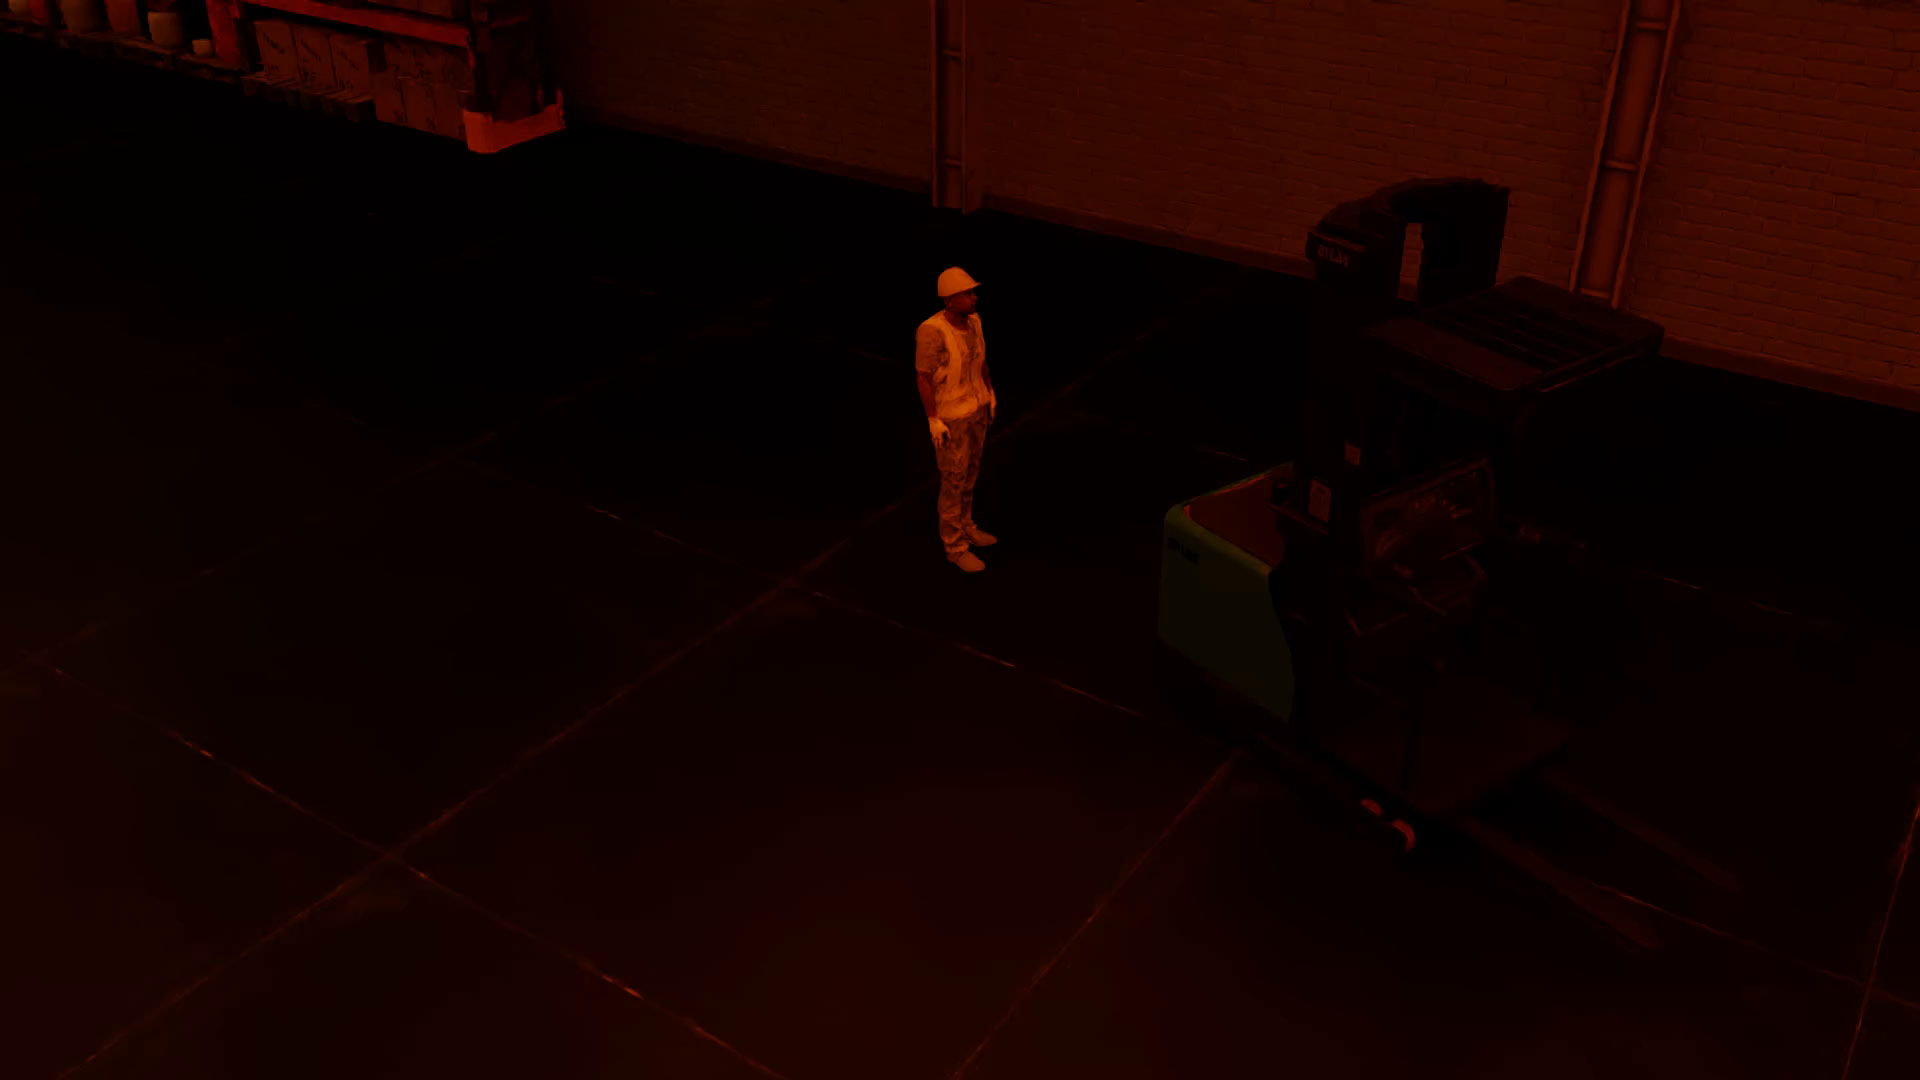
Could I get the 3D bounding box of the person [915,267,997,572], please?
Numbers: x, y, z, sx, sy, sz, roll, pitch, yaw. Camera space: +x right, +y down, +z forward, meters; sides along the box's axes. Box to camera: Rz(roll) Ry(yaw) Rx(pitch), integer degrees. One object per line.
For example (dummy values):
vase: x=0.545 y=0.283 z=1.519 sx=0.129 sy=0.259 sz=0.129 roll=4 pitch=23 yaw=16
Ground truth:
person: x=0.055 y=-0.754 z=10.008 sx=0.576 sy=1.782 sz=0.655 roll=19 pitch=35 yaw=29

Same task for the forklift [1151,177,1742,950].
forklift: x=2.323 y=-0.048 z=7.665 sx=1.130 sy=2.935 sz=3.031 roll=-20 pitch=36 yaw=-31
